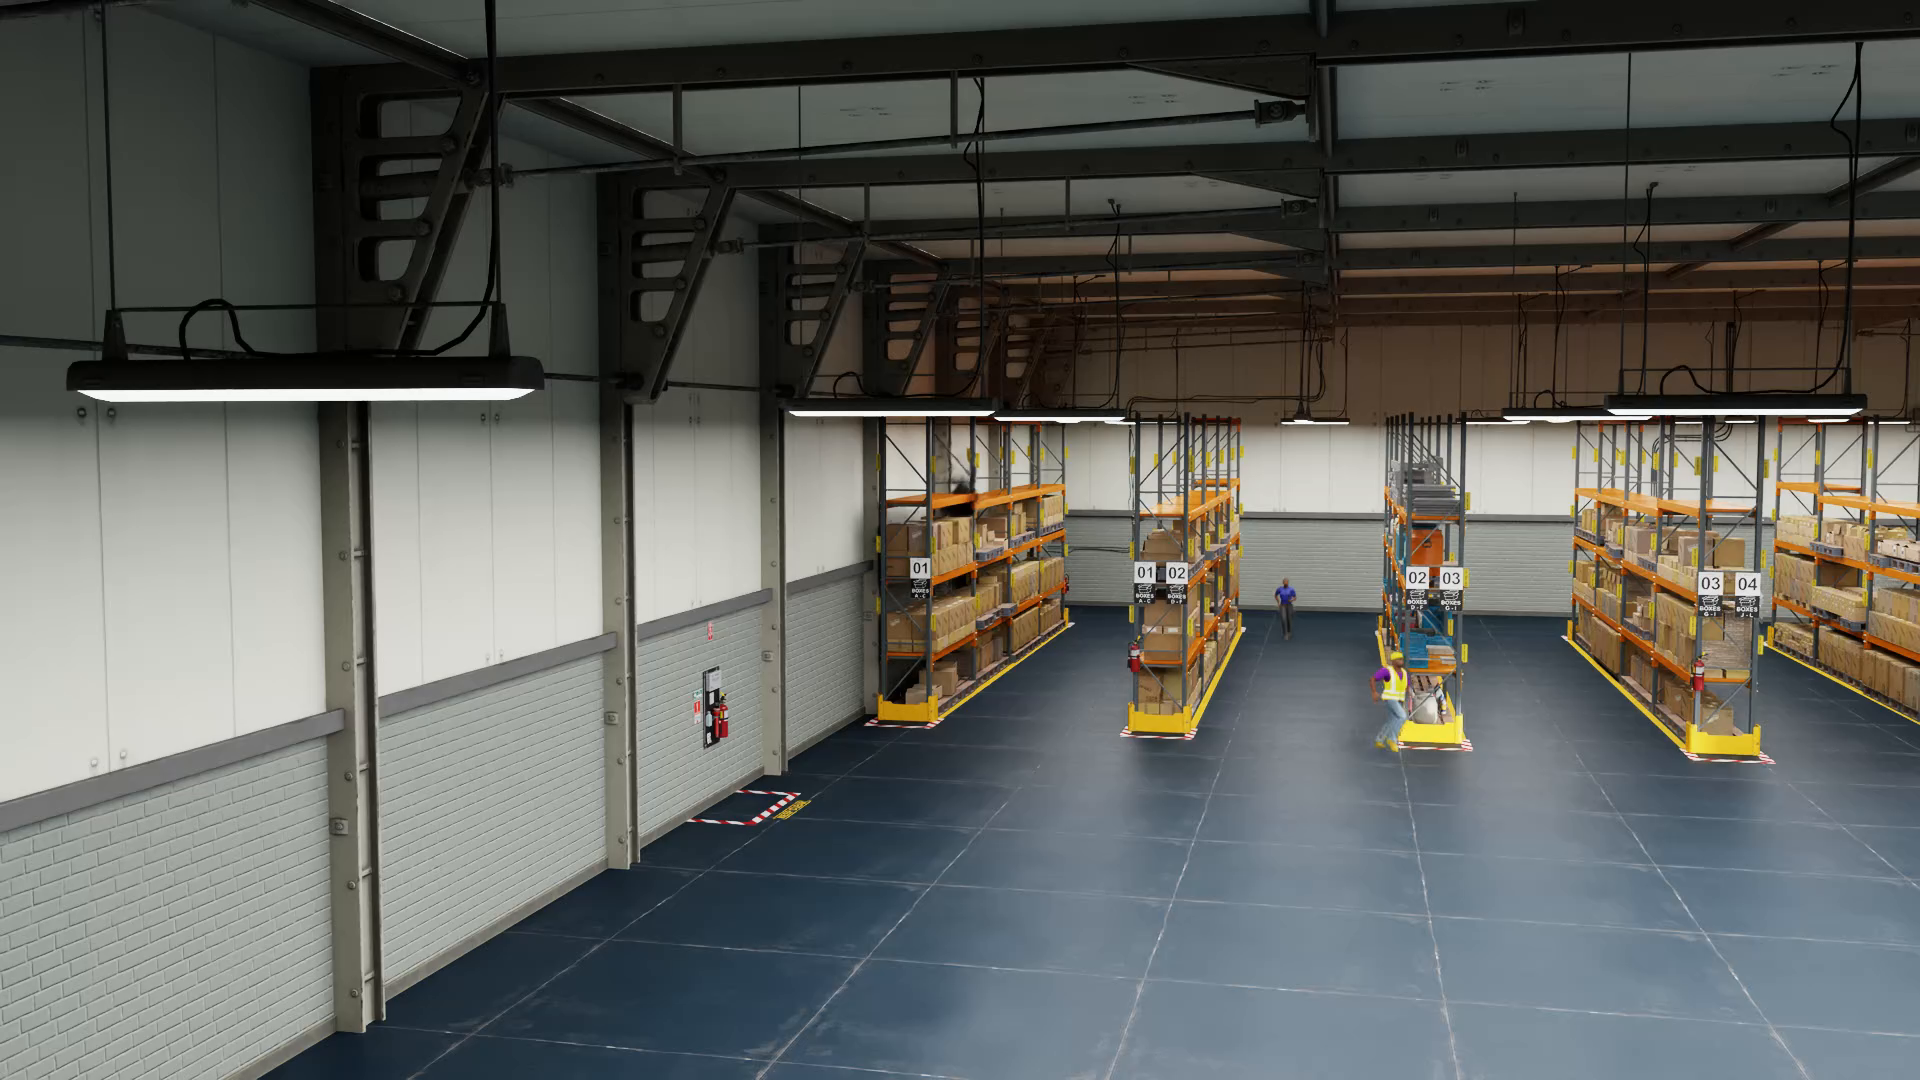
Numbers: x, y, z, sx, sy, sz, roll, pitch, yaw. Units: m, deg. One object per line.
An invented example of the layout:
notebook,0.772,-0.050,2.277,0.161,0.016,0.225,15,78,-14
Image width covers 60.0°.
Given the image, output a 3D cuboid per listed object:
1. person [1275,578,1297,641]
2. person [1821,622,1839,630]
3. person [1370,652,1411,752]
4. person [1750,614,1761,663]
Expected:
person,8.816,1.852,45.005,0.584,1.670,0.801,1,4,8
person,23.541,1.862,44.863,0.780,1.639,0.567,0,4,-7
person,7.717,2.848,29.469,0.713,1.716,0.684,-3,5,-34
person,19.255,2.136,40.645,0.616,1.664,0.744,1,4,13
